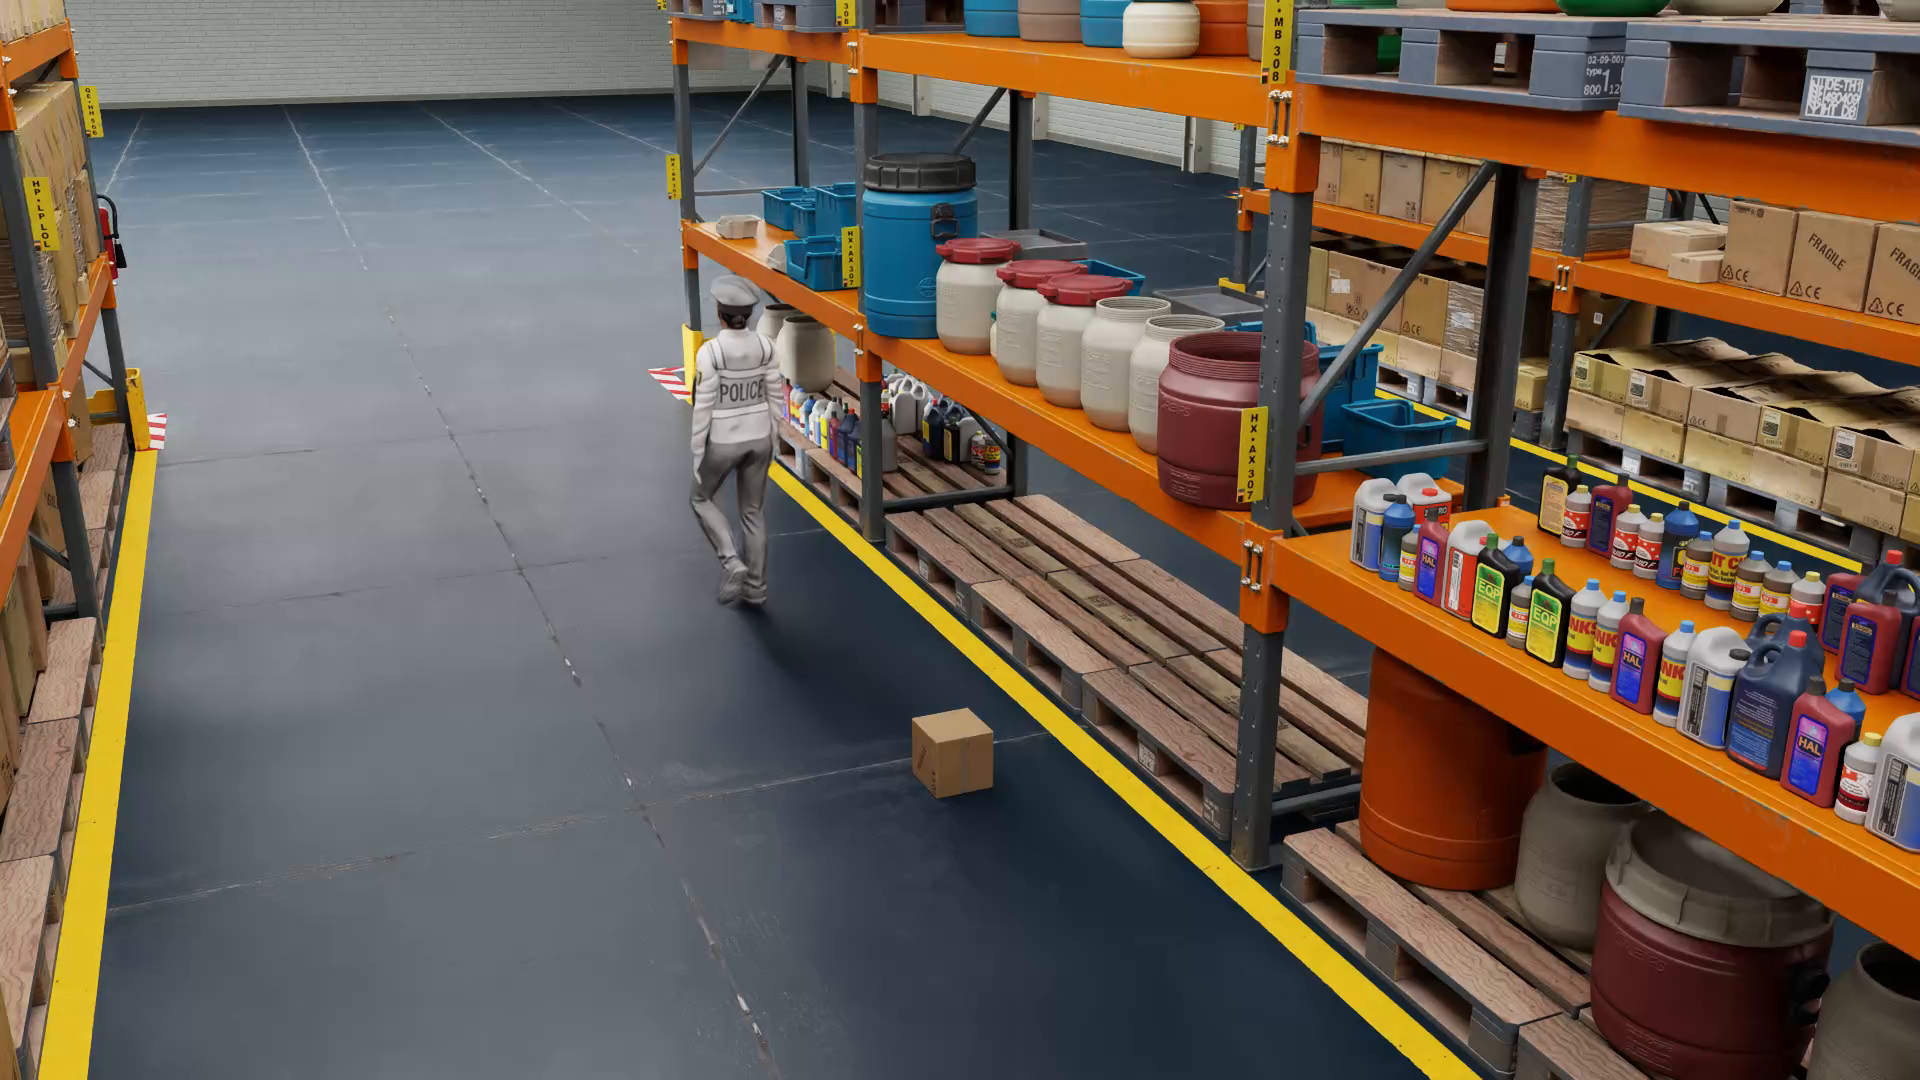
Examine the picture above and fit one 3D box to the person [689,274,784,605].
[{"bbox_3d":[-1.139,-0.494,8.371,0.518,1.689,0.437,-11,22,-29],"label":"person"}]
